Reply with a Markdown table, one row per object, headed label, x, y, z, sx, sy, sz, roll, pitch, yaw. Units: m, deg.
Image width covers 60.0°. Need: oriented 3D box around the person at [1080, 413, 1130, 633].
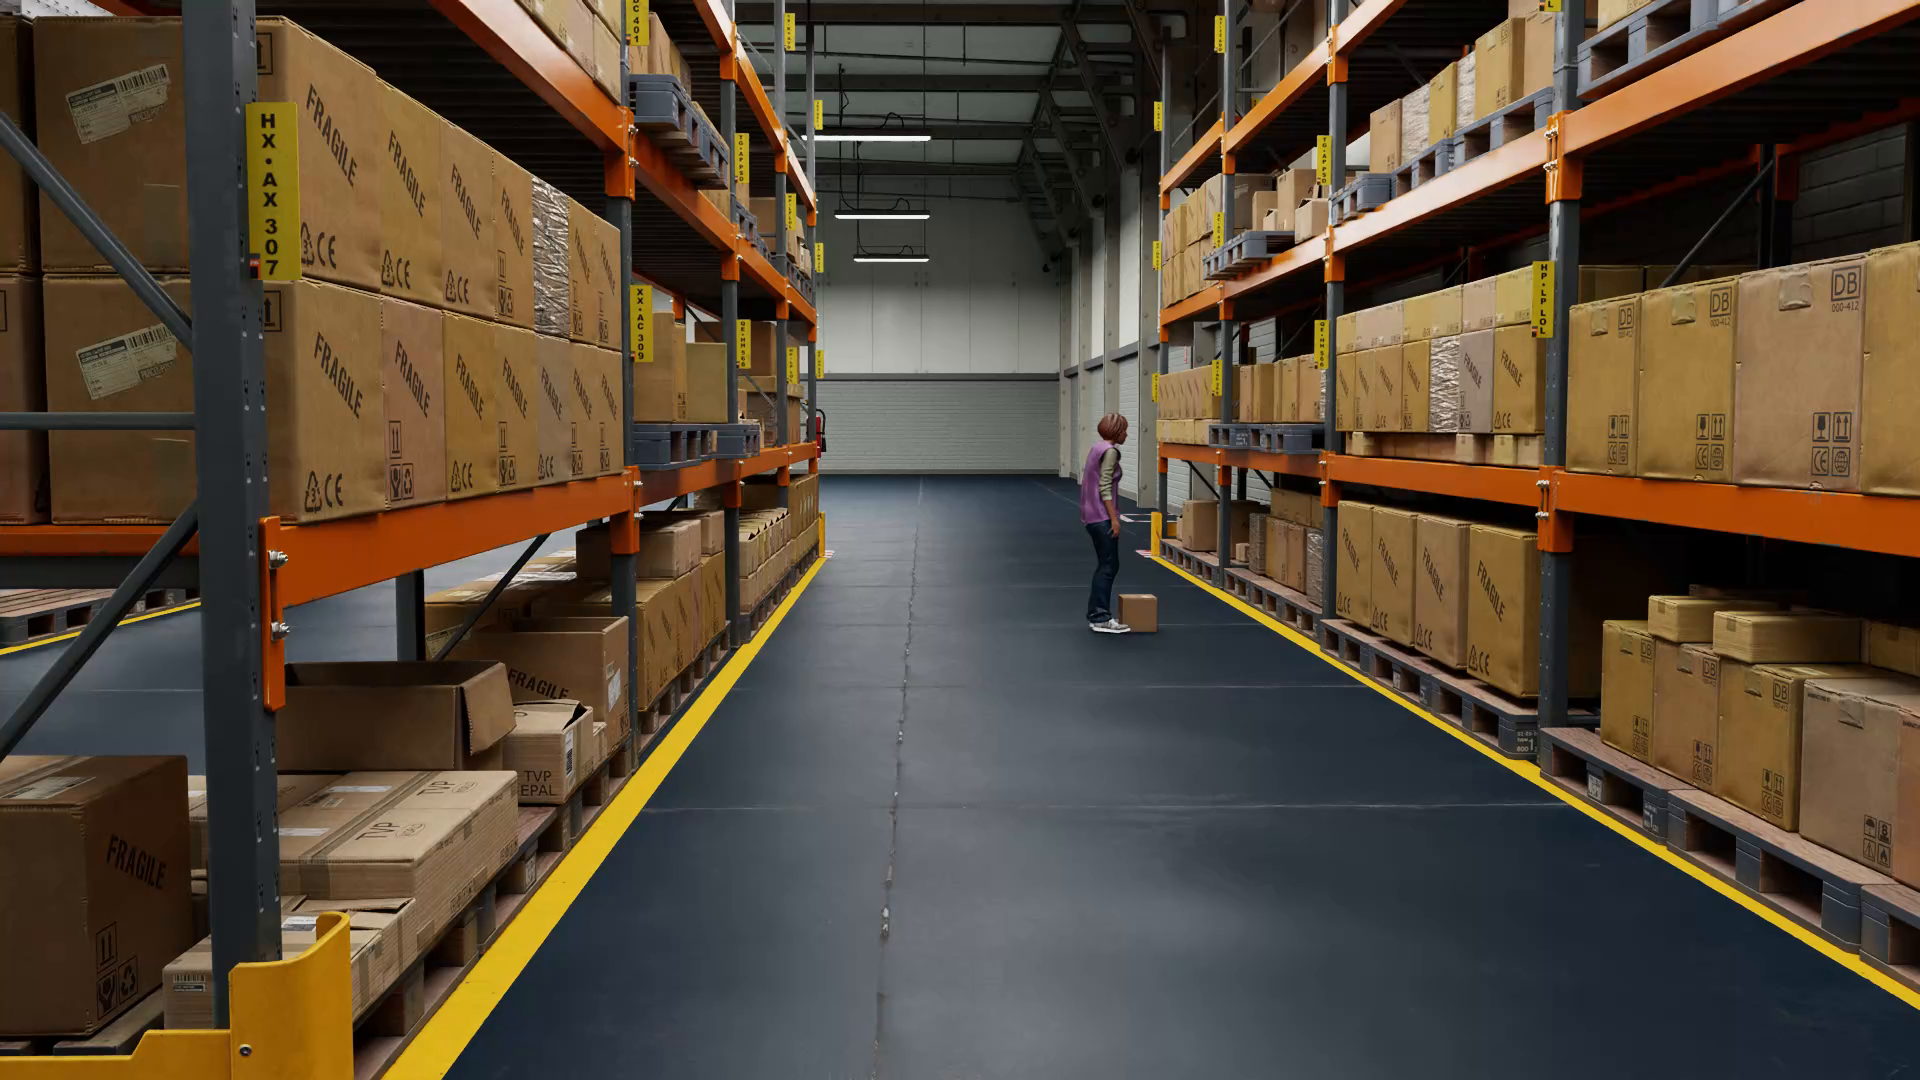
| label | x | y | z | sx | sy | sz | roll | pitch | yaw |
| --- | --- | --- | --- | --- | --- | --- | --- | --- | --- |
| person | 1.059 | -0.133 | 12.155 | 0.343 | 1.593 | 0.485 | 0 | 4 | -5 |
